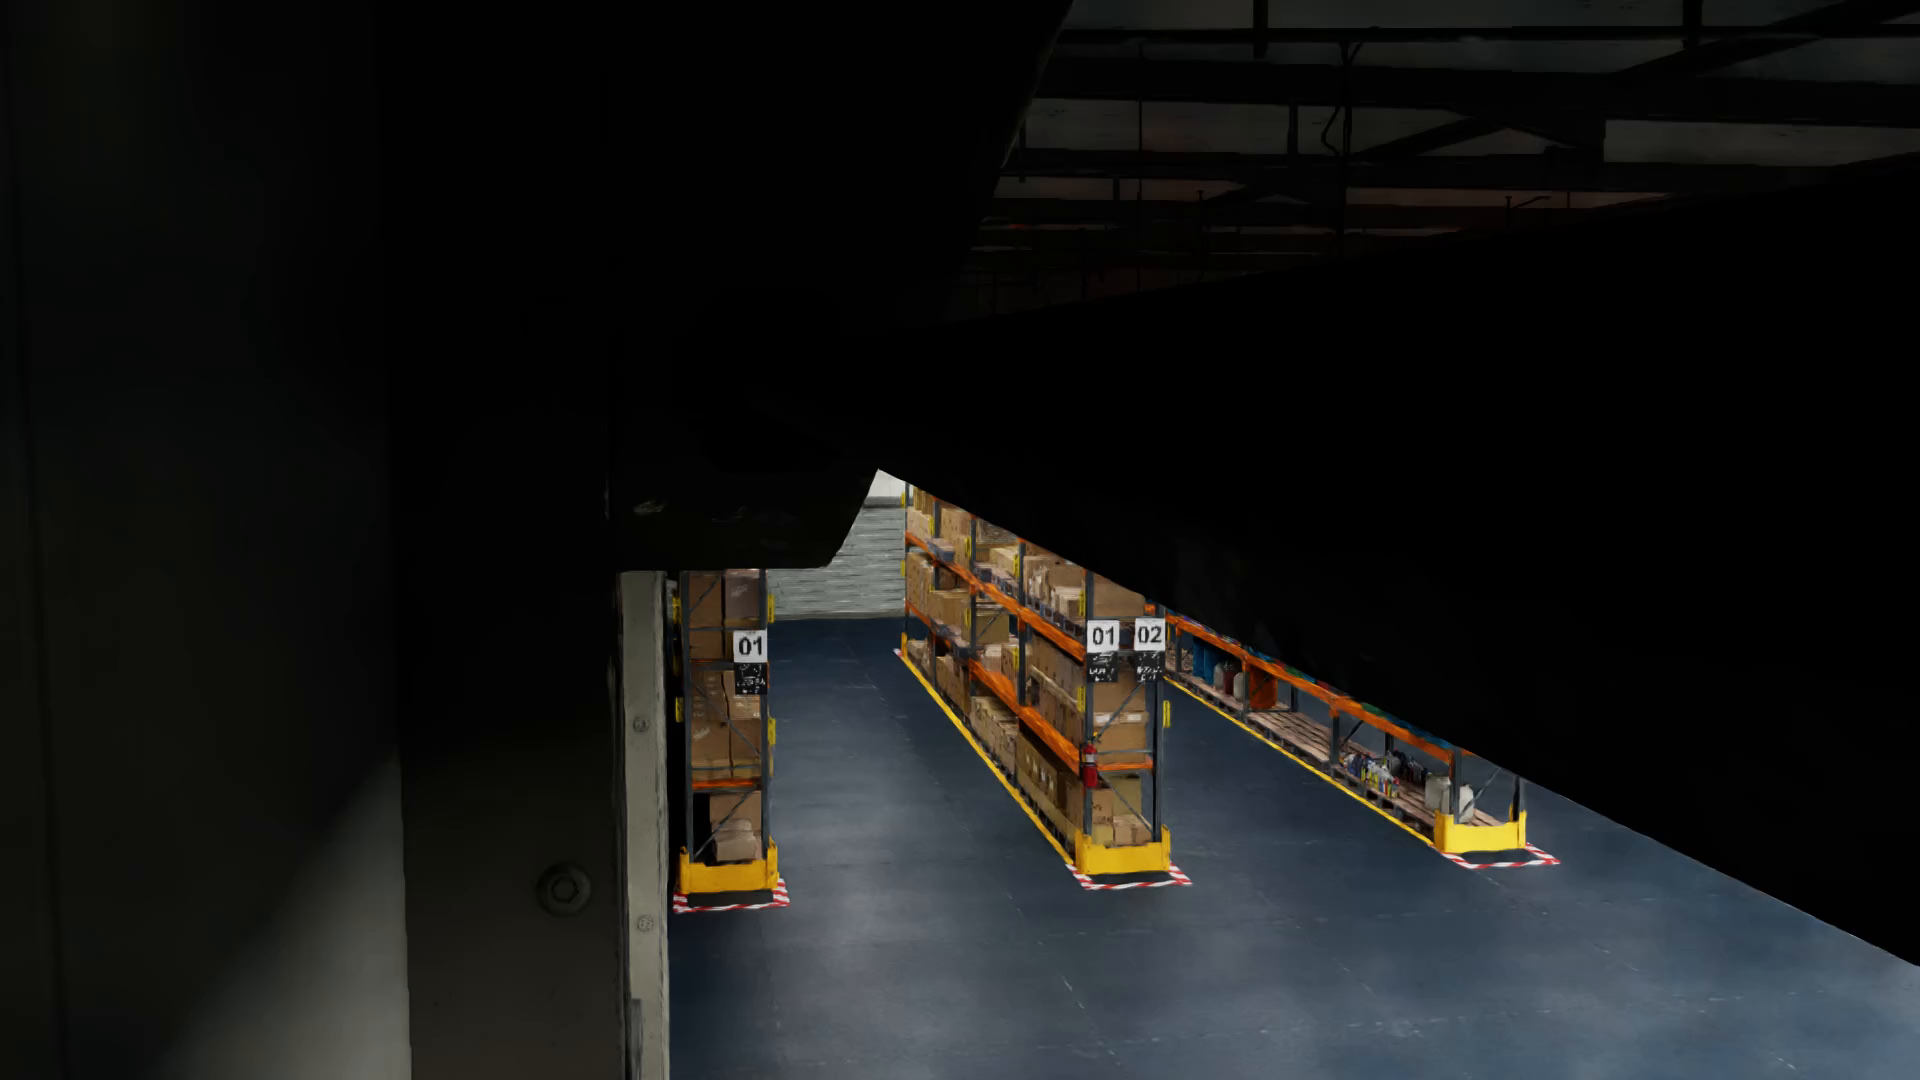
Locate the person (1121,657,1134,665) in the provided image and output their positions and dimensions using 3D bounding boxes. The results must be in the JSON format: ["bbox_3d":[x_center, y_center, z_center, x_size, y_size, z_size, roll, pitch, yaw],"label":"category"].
[{"bbox_3d":[3.419,2.038,33.293,0.544,1.641,1.109,-1,6,-6],"label":"person"}]
